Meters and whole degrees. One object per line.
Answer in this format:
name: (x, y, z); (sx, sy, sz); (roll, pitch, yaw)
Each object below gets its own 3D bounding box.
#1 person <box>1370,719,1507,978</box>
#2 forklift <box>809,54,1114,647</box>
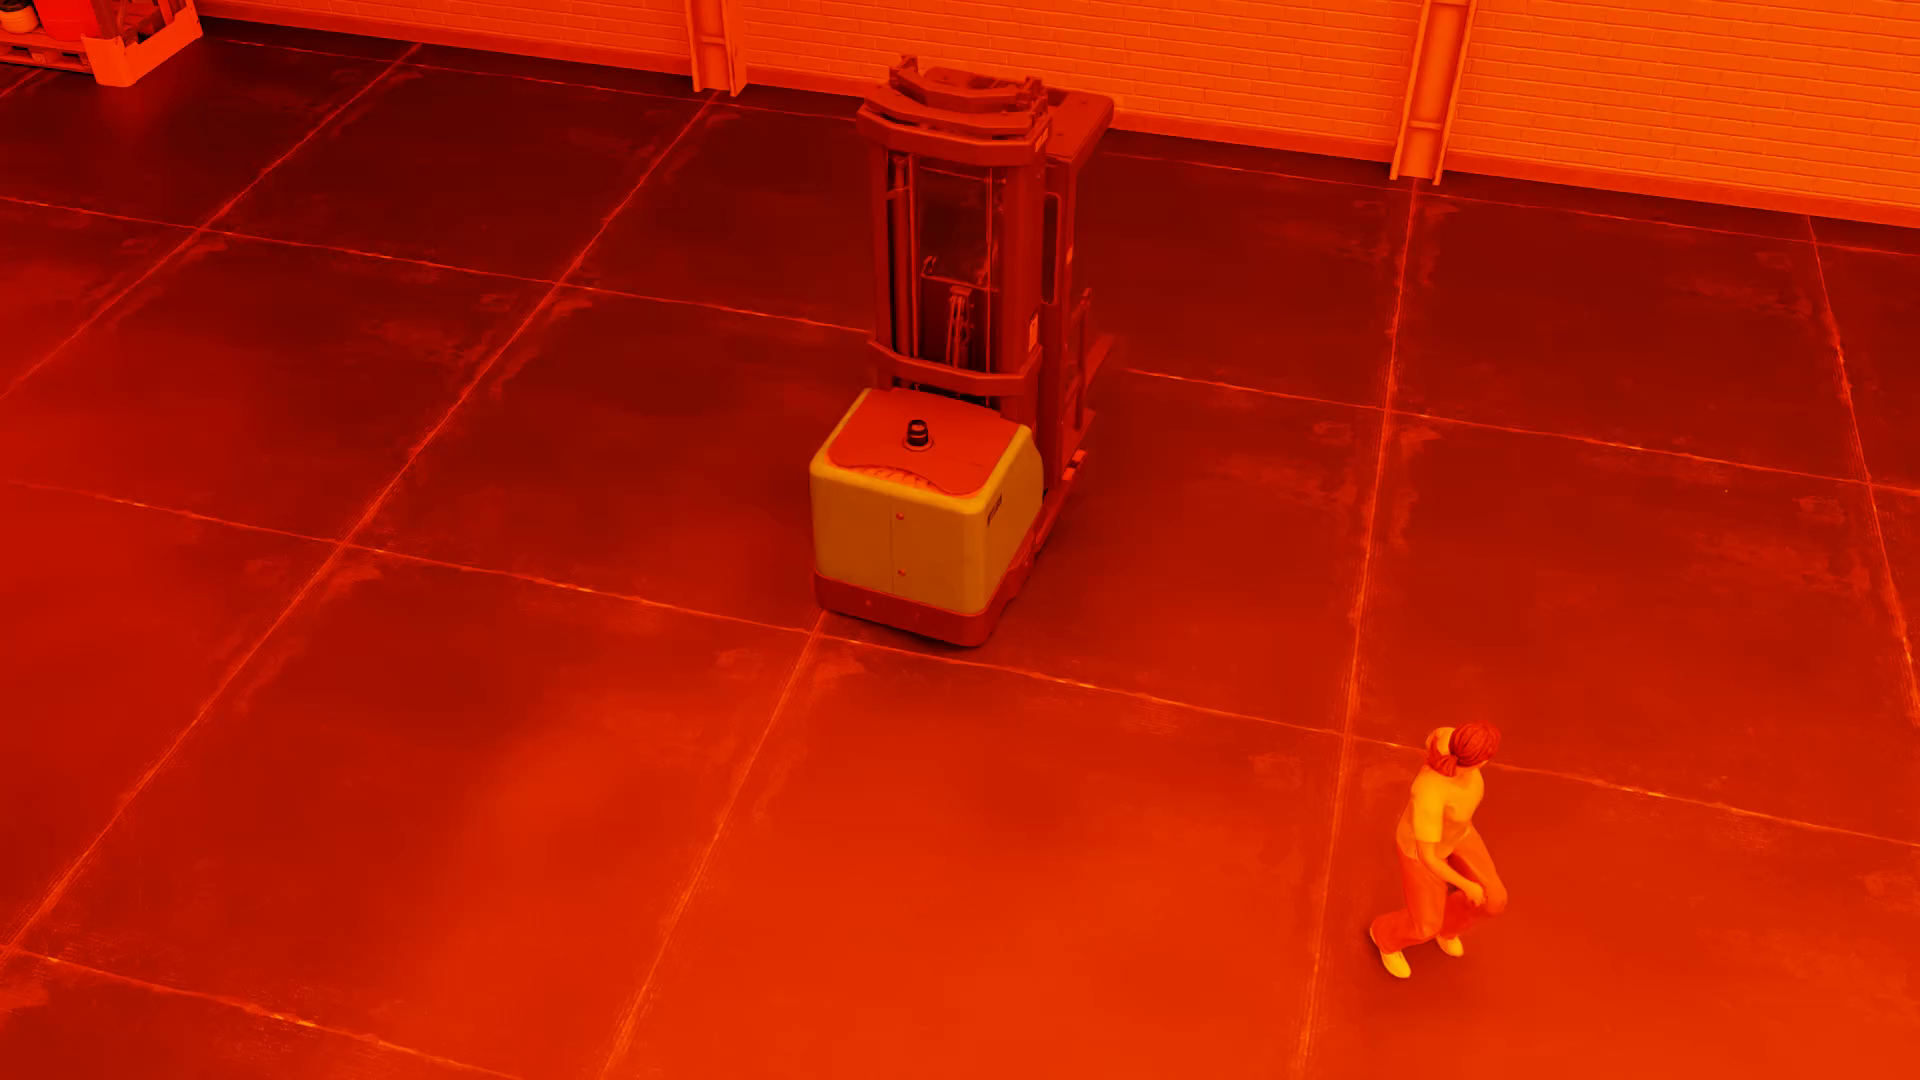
person: (2.120, 1.344, 7.355); (0.632, 1.618, 0.663); (-27, 48, -28)
forklift: (0.178, -1.485, 9.555); (1.130, 2.935, 3.031); (15, 43, 16)
